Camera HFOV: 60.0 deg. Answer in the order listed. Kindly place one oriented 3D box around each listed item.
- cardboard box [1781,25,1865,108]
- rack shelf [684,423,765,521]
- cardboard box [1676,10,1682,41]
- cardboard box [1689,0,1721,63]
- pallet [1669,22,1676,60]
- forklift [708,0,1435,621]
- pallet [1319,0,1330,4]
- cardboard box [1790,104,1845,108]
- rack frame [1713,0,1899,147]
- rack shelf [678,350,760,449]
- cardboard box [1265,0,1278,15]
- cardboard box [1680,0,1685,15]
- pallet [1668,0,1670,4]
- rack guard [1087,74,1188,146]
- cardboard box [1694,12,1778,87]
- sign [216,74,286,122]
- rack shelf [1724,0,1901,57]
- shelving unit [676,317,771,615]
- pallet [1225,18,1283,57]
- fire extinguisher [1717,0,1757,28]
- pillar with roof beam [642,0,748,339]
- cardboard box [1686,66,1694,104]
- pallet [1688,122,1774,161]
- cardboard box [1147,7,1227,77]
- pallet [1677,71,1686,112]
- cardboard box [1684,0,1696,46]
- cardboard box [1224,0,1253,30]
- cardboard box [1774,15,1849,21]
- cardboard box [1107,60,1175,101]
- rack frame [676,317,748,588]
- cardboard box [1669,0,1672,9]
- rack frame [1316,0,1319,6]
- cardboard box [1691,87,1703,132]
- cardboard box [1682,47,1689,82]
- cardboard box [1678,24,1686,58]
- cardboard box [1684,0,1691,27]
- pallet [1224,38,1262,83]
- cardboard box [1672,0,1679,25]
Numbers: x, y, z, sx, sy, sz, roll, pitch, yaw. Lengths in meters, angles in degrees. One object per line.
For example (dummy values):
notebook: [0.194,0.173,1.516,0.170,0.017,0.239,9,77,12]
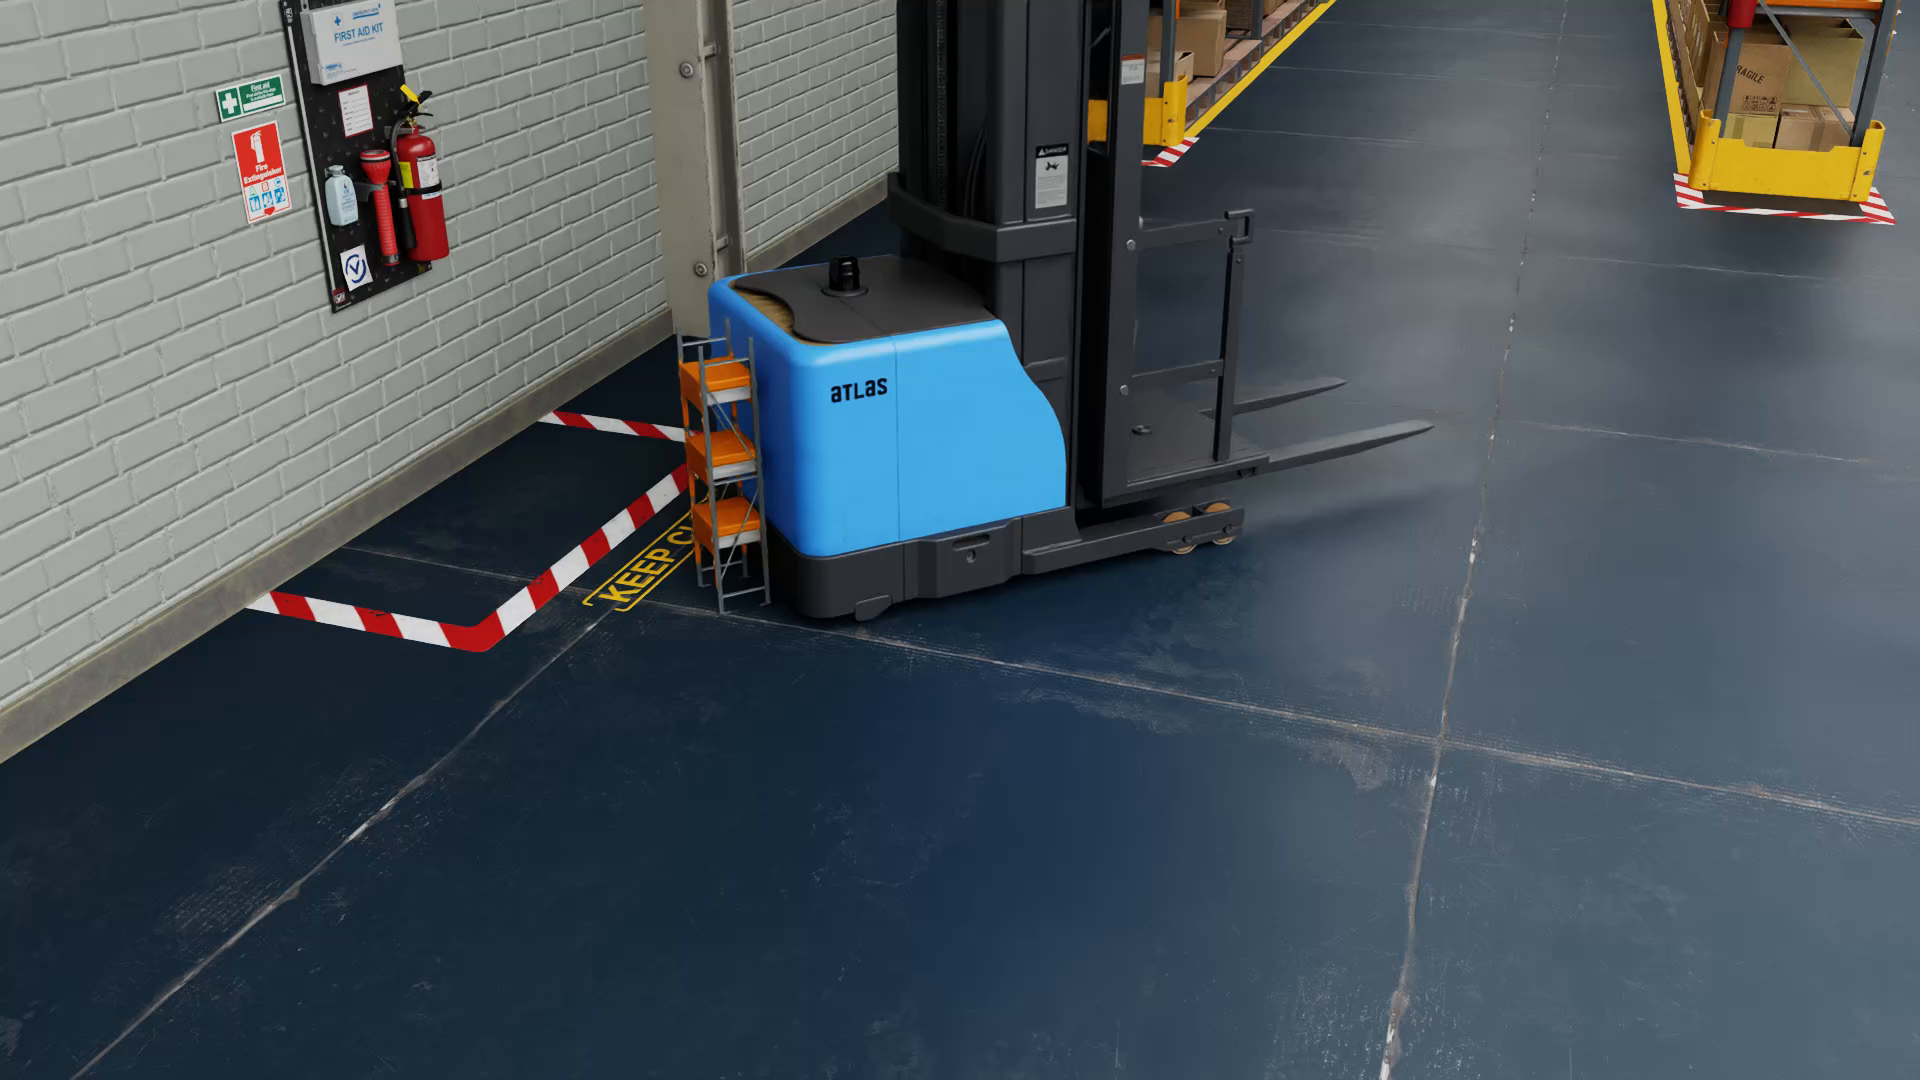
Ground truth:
cardboard box: [6.419,-3.557,12.468,0.500,0.500,0.500,9,27,17]
rack shelf: [-0.862,-0.252,6.087,0.215,0.259,0.240,-13,29,-24]
cardboard box: [7.402,-5.100,16.515,0.500,0.250,0.500,9,27,19]
cardboard box: [6.415,-4.251,13.901,0.500,0.500,0.500,9,27,17]
pallet: [7.810,-5.075,16.989,1.003,0.211,1.213,9,27,17]
forklift: [0.576,-1.455,6.391,3.031,2.935,1.130,-12,28,-24]
pallet: [4.189,-6.937,20.835,1.003,0.211,1.213,9,27,17]
cardboard box: [6.418,-3.220,12.632,0.500,0.250,0.500,9,27,17]
rack frame: [5.866,-3.875,11.310,1.000,3.000,0.127,9,27,17]
rack shelf: [-0.864,-0.507,5.962,0.215,0.259,0.240,-13,29,-24]
cardboard box: [3.087,-6.036,18.139,0.700,0.500,0.500,9,27,18]
cardboard box: [7.397,-5.350,16.387,0.500,0.311,0.500,9,27,17]
pallet: [9.220,-6.708,20.362,1.003,0.211,1.213,9,27,17]
rack guard: [1.219,-3.498,13.400,1.175,0.500,0.348,9,27,17]
cardboard box: [6.083,-3.840,13.052,0.500,0.500,0.500,9,27,17]
sign: [-2.515,-1.572,5.905,0.001,0.109,0.331,9,27,17]
rack shelf: [6.532,-4.373,13.165,1.077,0.370,4.000,9,27,17]
shelving unit: [-0.862,-0.261,6.082,0.215,1.050,0.252,-13,29,-24]
pallet: [2.783,-5.300,17.455,1.003,0.211,1.213,9,27,17]
fire extinguisher: [5.389,-3.859,11.366,0.296,0.674,0.183,9,27,17]
pillar with roof beam: [2.674,-4.615,5.955,9.100,9.000,0.400,9,27,17]
cardboard box: [6.254,-3.707,13.638,0.500,0.250,0.500,9,27,17]
pallet: [6.081,-2.940,12.580,1.003,0.211,1.213,9,27,17]
cardboard box: [1.990,-4.464,14.892,0.700,0.500,0.500,7,27,14]
pallet: [6.893,-3.943,14.651,1.003,0.211,1.213,9,27,17]
cardboard box: [6.748,-4.662,14.750,0.500,0.500,0.500,9,27,17]
cardboard box: [2.754,-5.613,17.264,0.700,0.500,0.500,10,27,19]
cardboard box: [6.756,-3.968,13.316,0.500,0.500,0.500,9,27,17]
cardboard box: [1.509,-3.851,13.841,0.500,0.311,0.500,6,26,12]
rack frame: [-0.917,-0.309,6.181,0.200,1.050,0.008,-13,29,-24]
cardboard box: [8.077,-5.941,18.252,0.500,0.250,0.500,9,27,17]
rack frame: [3.856,-7.879,19.581,1.000,3.000,0.127,9,27,17]
cardboard box: [5.921,-3.296,12.790,0.500,0.250,0.500,9,27,17]
cardboard box: [6.586,-4.118,14.487,0.500,0.250,0.500,9,27,17]
cardboard box: [7.062,-4.682,15.652,0.500,0.250,0.500,8,27,17]
cardboard box: [7.062,-4.930,15.520,0.500,0.311,0.500,9,27,17]
pallet: [2.335,-4.699,16.213,1.003,0.211,1.213,9,27,17]
cardboard box: [7.744,-5.520,17.382,0.500,0.250,0.500,8,27,16]
